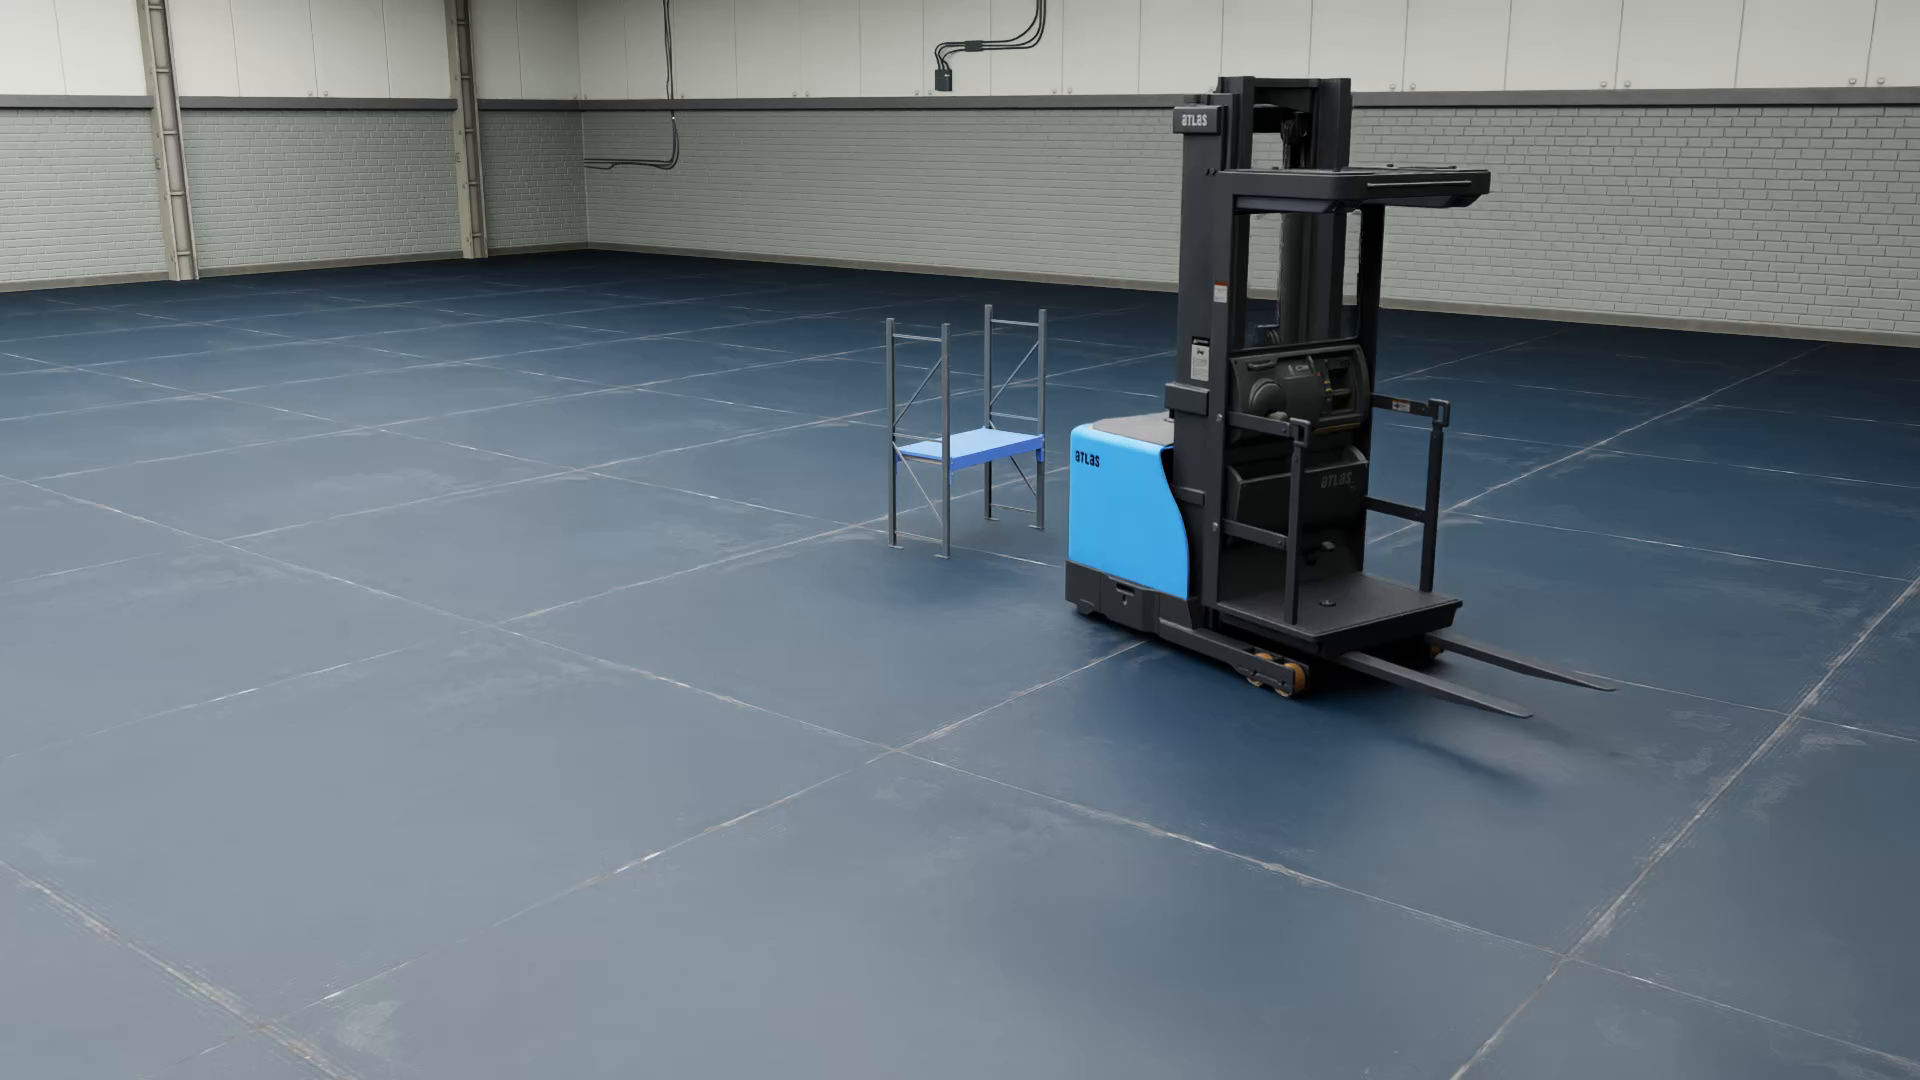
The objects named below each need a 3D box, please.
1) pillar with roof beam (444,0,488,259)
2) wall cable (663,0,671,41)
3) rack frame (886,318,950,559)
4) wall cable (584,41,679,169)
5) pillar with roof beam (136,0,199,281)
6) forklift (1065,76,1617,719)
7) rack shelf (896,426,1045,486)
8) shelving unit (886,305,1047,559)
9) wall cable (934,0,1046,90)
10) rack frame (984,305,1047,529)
[{"bbox_3d":[-6.426,-9.392,29.816,9.100,9.000,0.400,11,18,38],"label":"pillar with roof beam"},{"bbox_3d":[-4.790,-10.941,31.966,3.097,2.526,0.112,11,18,38],"label":"wall cable"},{"bbox_3d":[-0.266,-0.646,10.619,0.500,1.500,0.032,11,18,38],"label":"rack frame"},{"bbox_3d":[-6.894,-8.912,34.236,3.097,2.526,0.112,11,18,38],"label":"wall cable"},{"bbox_3d":[-10.197,-8.243,25.292,9.100,9.000,0.400,11,18,38],"label":"pillar with roof beam"},{"bbox_3d":[1.855,-0.790,8.278,1.130,2.935,3.031,-10,17,-34],"label":"forklift"},{"bbox_3d":[0.054,-0.569,11.047,0.538,0.185,1.000,11,18,38],"label":"rack shelf"},{"bbox_3d":[0.054,-0.743,11.003,0.538,1.500,1.048,11,18,38],"label":"shelving unit"},{"bbox_3d":[0.480,-10.593,27.640,2.305,6.003,0.169,11,18,38],"label":"wall cable"},{"bbox_3d":[0.373,-0.841,11.386,0.500,1.500,0.032,11,18,38],"label":"rack frame"}]
